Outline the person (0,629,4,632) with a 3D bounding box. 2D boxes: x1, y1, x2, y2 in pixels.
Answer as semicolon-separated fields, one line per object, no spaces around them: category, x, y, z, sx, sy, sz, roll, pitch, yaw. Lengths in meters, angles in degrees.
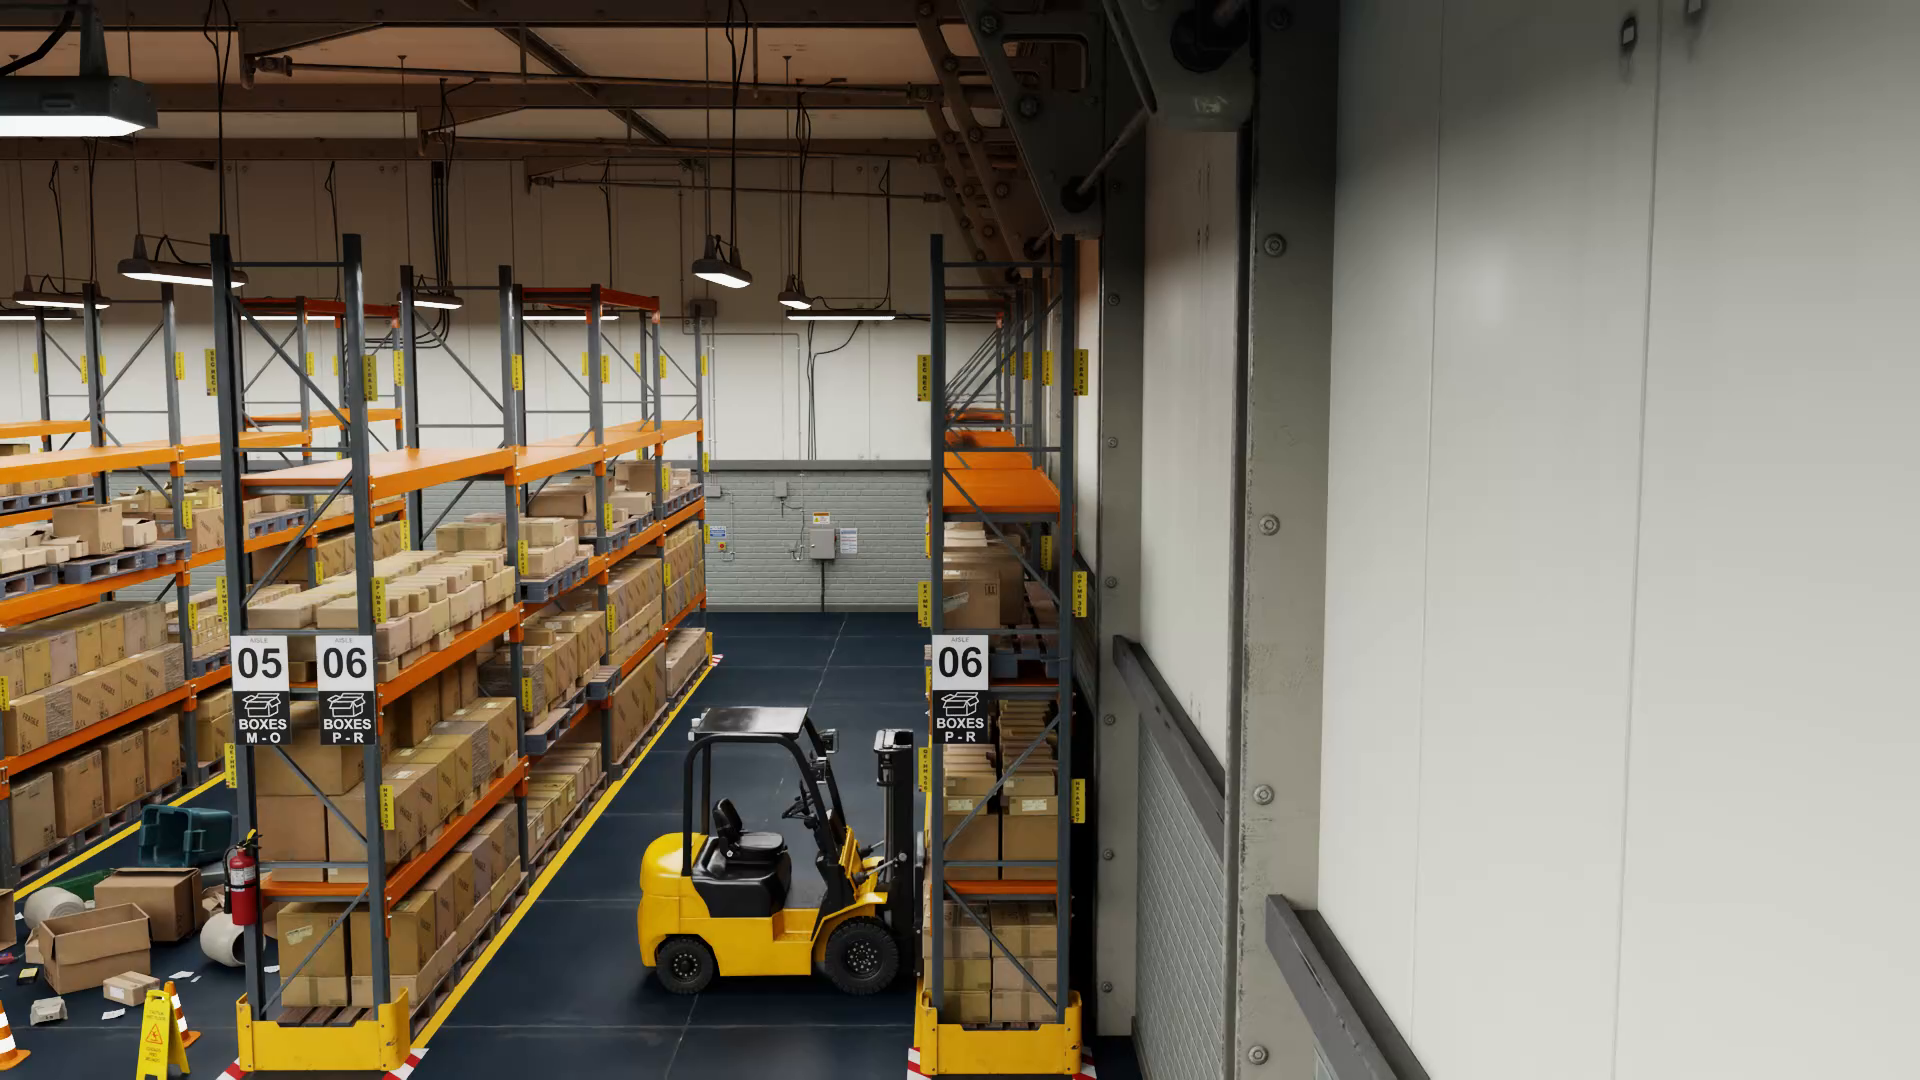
person;-12.067;1.986;20.923;0.713;1.746;0.921;0;6;-4
